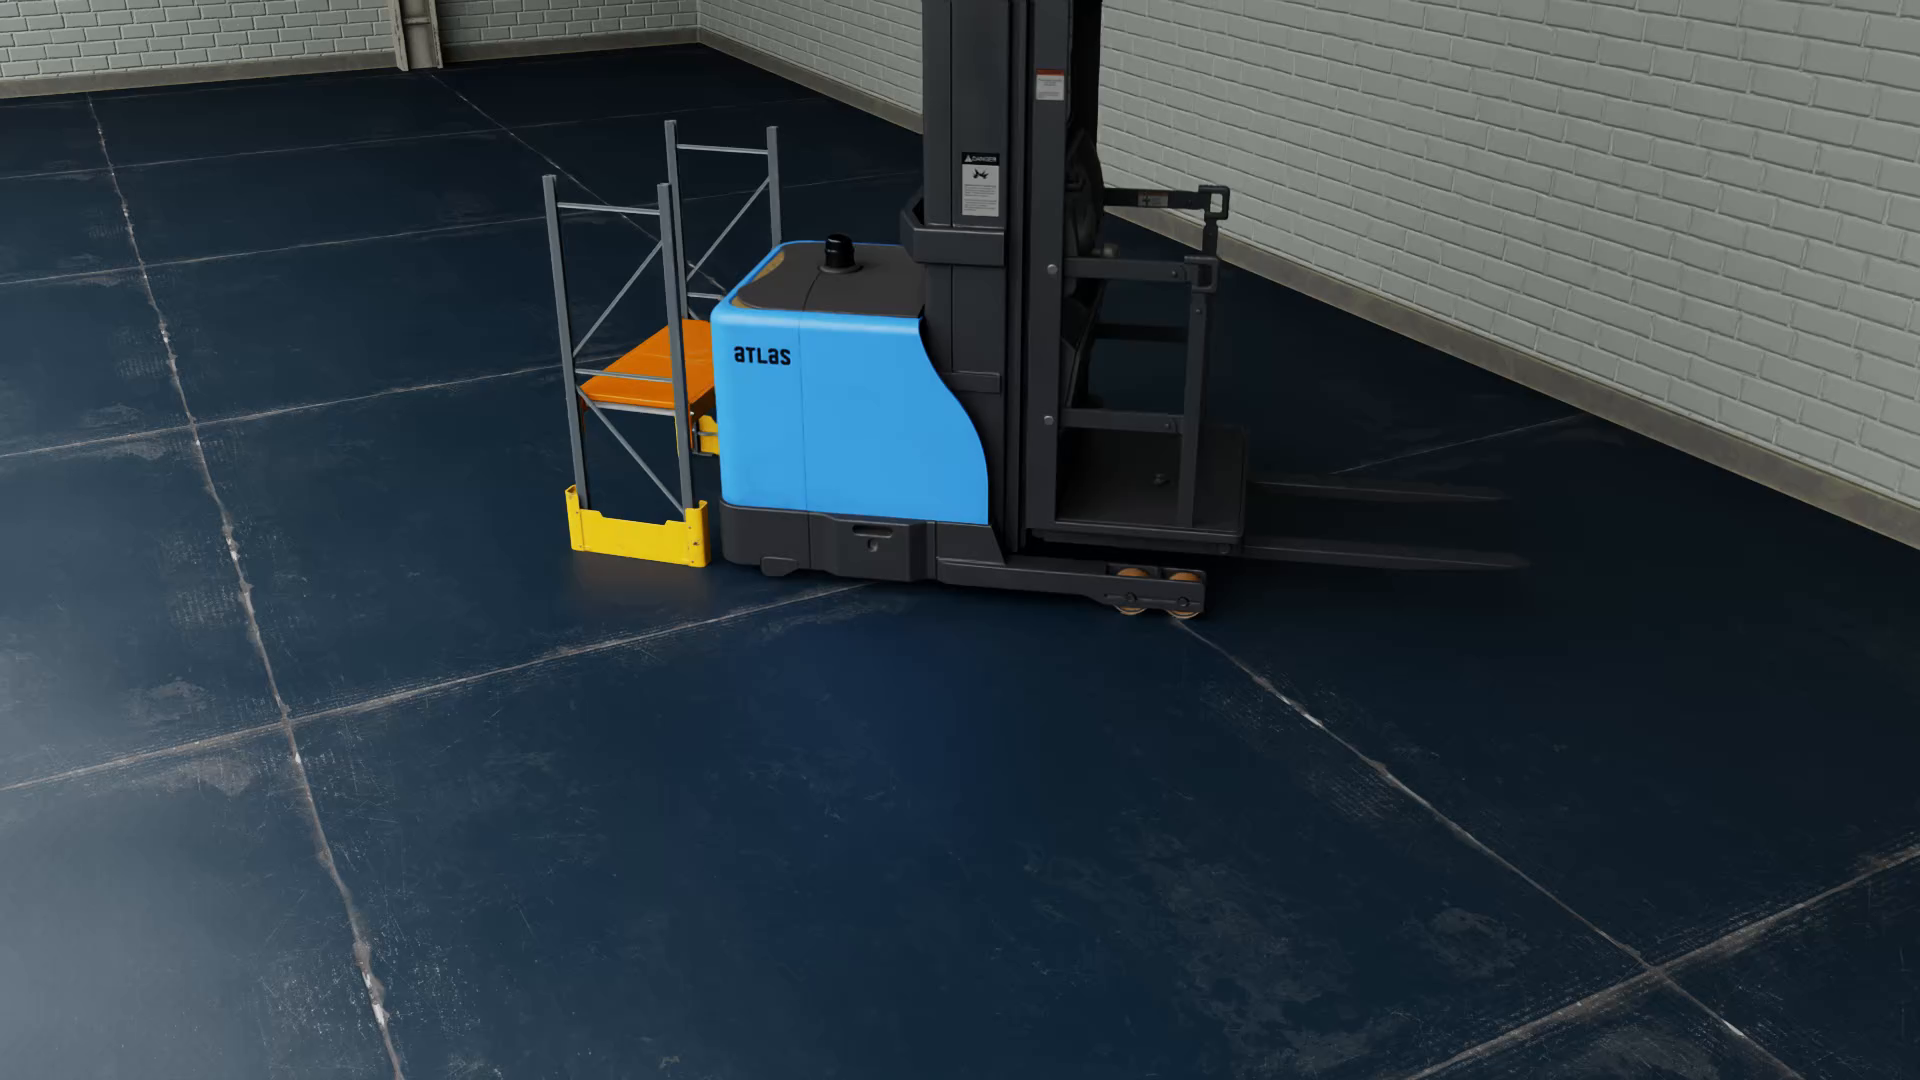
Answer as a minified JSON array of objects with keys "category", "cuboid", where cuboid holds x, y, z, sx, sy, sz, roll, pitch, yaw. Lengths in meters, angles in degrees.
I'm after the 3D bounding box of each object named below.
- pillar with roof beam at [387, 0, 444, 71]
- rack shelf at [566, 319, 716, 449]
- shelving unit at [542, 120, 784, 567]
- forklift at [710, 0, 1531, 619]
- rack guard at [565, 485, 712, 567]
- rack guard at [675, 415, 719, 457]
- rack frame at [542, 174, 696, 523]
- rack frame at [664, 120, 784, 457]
[{"category":"pillar with roof beam","cuboid":[-3.352,-7.126,11.195,0.400,9.000,9.100,-13,29,-25]},{"category":"rack shelf","cuboid":[-1.129,-0.669,6.826,0.538,0.185,1.000,7,27,15]},{"category":"shelving unit","cuboid":[-1.132,-0.827,6.740,0.587,1.500,1.083,7,27,15]},{"category":"forklift","cuboid":[0.640,-1.280,6.030,3.031,2.935,1.130,4,26,9]},{"category":"rack guard","cuboid":[-1.272,-0.057,6.580,0.587,0.250,0.087,7,27,15]},{"category":"rack guard","cuboid":[-0.991,-0.471,7.441,0.587,0.250,0.087,7,27,15]},{"category":"rack frame","cuboid":[-1.272,-0.620,6.308,0.500,1.500,0.032,7,27,15]},{"category":"rack frame","cuboid":[-0.986,-1.042,7.188,0.500,1.500,0.032,7,27,15]}]
